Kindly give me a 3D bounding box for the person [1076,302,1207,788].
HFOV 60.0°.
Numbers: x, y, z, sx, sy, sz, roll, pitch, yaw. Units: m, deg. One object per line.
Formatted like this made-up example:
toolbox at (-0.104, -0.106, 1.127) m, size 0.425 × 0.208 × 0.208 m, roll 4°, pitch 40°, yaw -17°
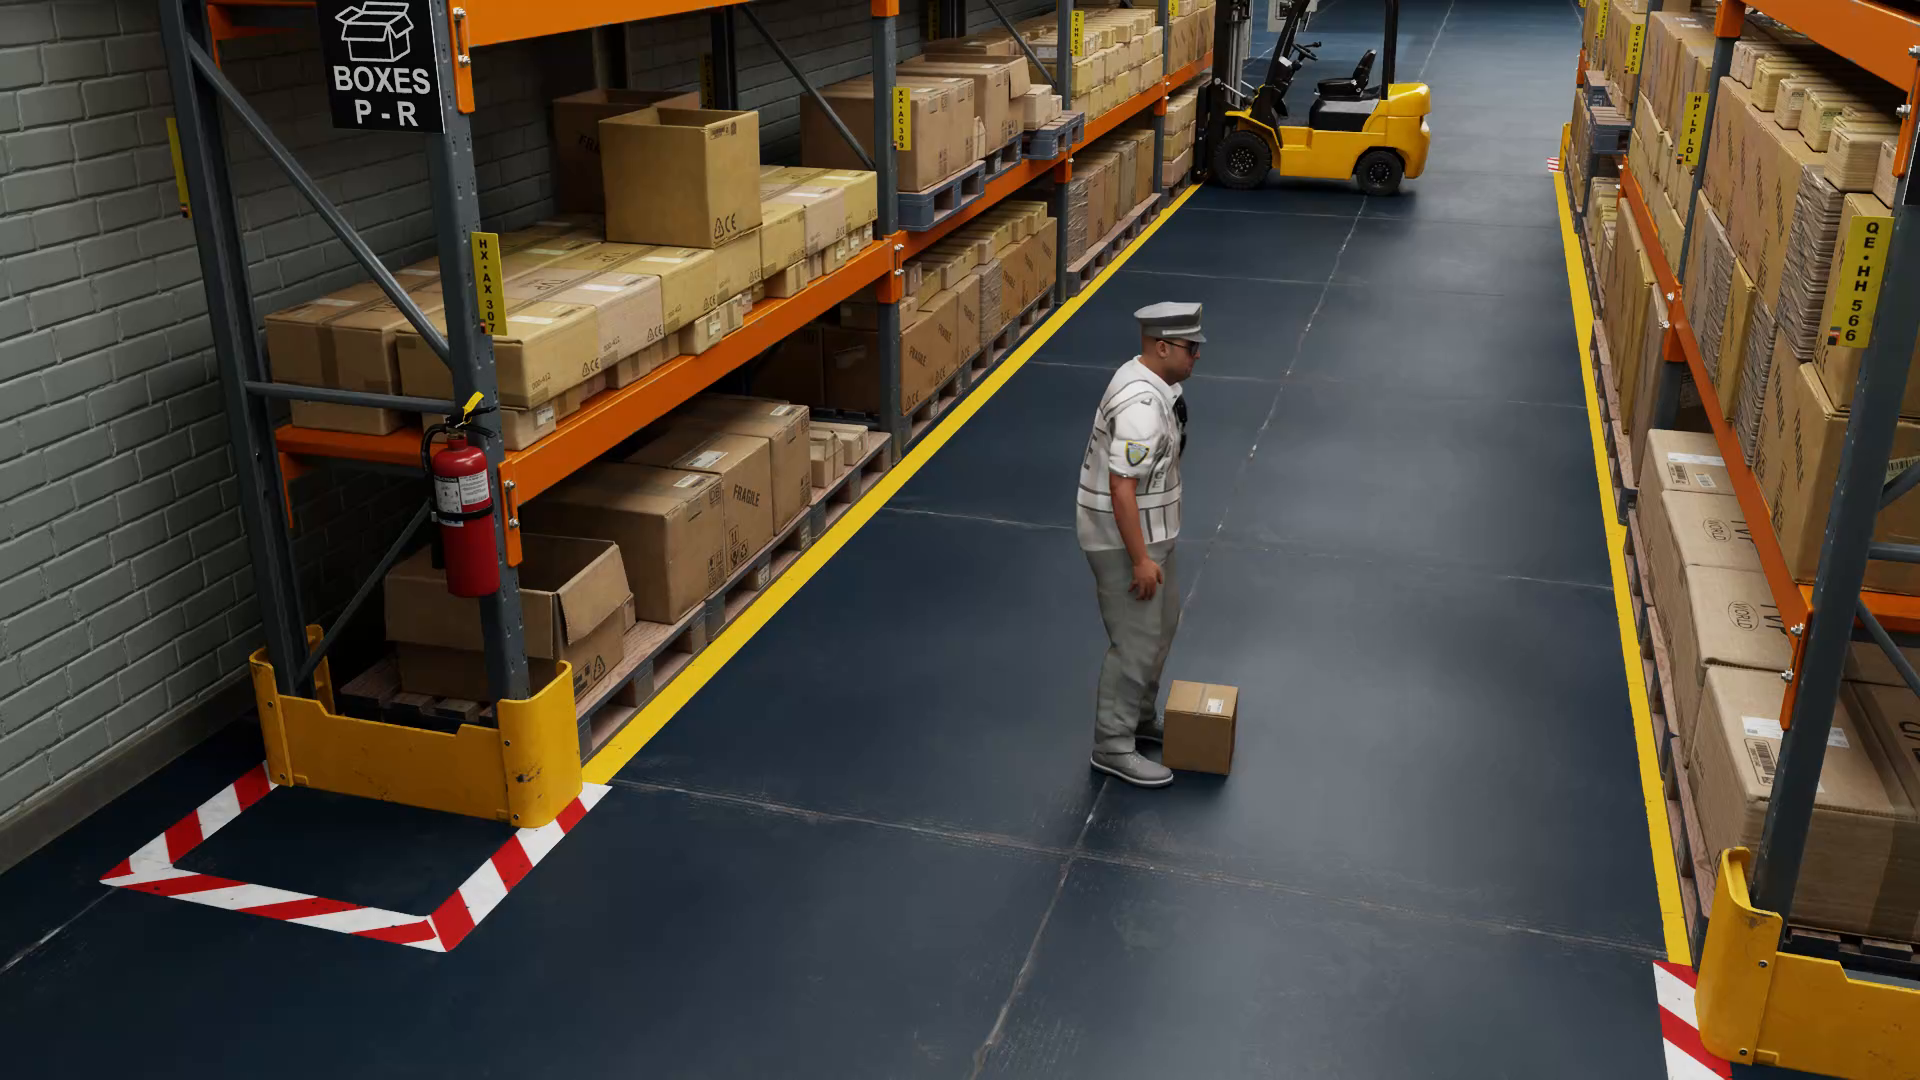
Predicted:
person at (0.668, -0.012, 6.104) m, size 0.470 × 1.750 × 0.603 m, roll 5°, pitch 22°, yaw 13°
